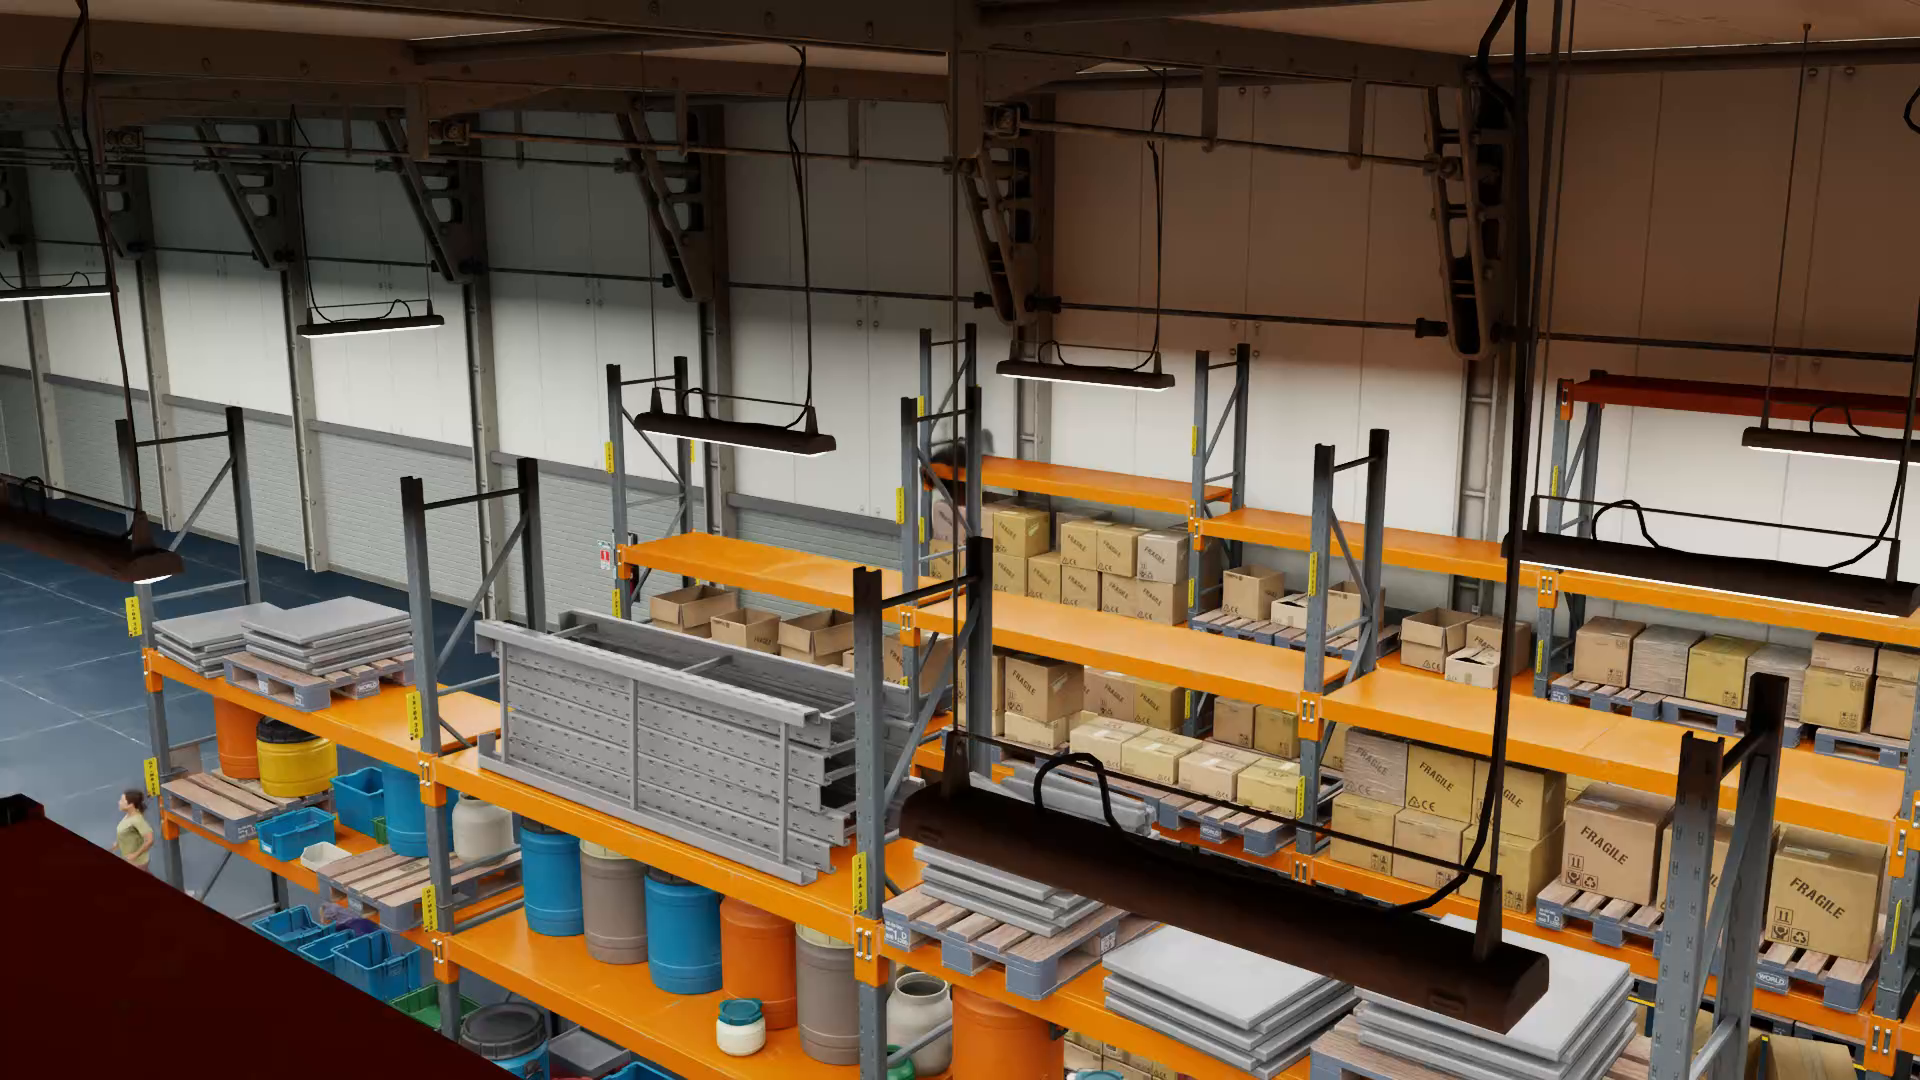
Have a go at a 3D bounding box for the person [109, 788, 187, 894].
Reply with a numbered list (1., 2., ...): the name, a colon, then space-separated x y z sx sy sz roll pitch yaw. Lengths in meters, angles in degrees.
1. person: -8.627 3.401 17.529 0.791 1.654 0.579 -6 14 -26

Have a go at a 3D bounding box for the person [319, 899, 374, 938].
1. person: -5.783 3.790 15.838 0.799 1.673 0.631 4 13 15

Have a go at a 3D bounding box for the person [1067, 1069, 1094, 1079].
1. person: 0.898 4.589 11.957 0.573 1.725 0.712 8 15 32
